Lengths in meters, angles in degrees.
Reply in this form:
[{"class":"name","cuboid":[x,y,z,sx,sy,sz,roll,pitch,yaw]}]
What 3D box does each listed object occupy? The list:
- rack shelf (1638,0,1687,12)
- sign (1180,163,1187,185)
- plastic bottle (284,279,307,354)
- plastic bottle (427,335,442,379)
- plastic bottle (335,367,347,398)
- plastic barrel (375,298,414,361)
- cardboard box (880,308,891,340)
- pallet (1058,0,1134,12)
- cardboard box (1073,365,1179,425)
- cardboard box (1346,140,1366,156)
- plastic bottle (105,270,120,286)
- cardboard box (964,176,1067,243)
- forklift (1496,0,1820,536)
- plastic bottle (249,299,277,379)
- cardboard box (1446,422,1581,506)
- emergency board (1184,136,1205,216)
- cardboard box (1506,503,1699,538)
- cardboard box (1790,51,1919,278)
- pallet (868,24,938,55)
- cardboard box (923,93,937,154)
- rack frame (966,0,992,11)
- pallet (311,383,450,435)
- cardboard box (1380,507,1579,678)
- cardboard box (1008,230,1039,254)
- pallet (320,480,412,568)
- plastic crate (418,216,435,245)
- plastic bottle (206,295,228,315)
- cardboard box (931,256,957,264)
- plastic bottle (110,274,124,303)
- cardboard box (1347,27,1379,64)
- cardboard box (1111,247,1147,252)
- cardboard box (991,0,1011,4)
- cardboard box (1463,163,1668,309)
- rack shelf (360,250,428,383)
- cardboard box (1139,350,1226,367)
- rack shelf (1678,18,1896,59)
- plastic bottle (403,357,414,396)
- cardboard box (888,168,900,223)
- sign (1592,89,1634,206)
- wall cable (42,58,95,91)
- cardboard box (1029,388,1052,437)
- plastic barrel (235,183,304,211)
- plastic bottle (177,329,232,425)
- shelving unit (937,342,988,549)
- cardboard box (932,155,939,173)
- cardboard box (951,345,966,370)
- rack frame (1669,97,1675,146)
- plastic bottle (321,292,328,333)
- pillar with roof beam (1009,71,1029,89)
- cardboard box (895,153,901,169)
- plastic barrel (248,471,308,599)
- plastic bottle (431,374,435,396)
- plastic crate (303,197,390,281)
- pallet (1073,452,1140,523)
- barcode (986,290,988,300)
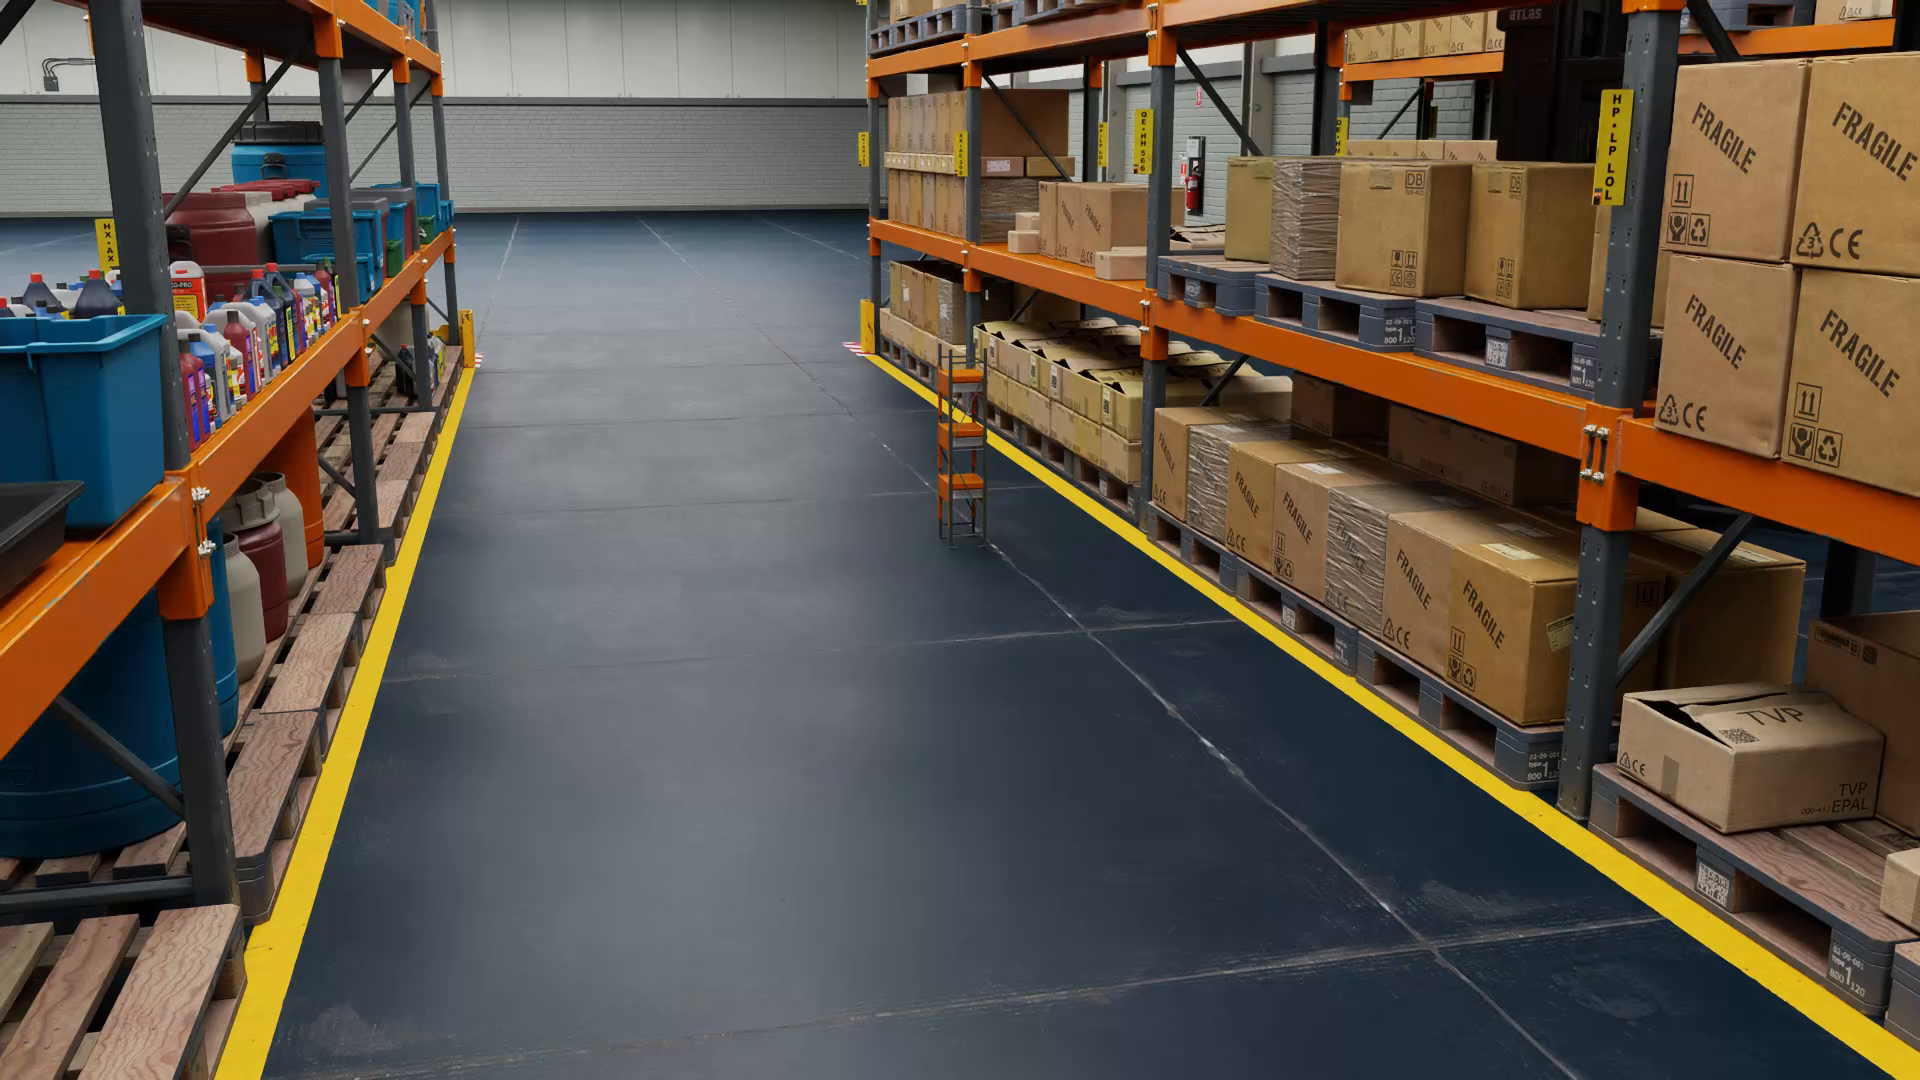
[{"class":"rack shelf","cuboid":[2.894,-1.248,2.911,1.077,0.370,4.000,-3,14,-13]},{"class":"sign","cuboid":[3.443,-5.641,25.620,0.001,0.329,0.234,-3,14,-13]},{"class":"plastic bottle","cuboid":[-2.553,-0.859,6.370,0.061,0.283,0.133,-3,14,-13]},{"class":"plastic bottle","cuboid":[-4.201,-1.450,13.196,0.144,0.351,0.185,-3,14,-14]},{"class":"plastic bottle","cuboid":[-4.562,-1.240,12.335,0.144,0.351,0.185,-3,14,-13]},{"class":"plastic barrel","cuboid":[-4.863,-1.827,14.443,0.421,0.512,0.421,0,14,0]},{"class":"cardboard box","cuboid":[-0.485,-2.102,16.120,0.500,0.250,0.500,-3,14,-13]},{"class":"pallet","cuboid":[1.238,-3.042,9.134,1.213,0.211,1.003,-3,14,-11]},{"class":"cardboard box","cuboid":[0.994,-0.892,9.985,0.500,0.311,0.500,-4,14,-14]},{"class":"cardboard box","cuboid":[4.240,-3.821,16.942,0.500,0.500,0.500,-3,14,-13]},{"class":"plastic bottle","cuboid":[-3.435,-0.964,6.816,0.152,0.276,0.135,-3,14,-13]},{"class":"cardboard box","cuboid":[0.435,-2.598,13.030,0.700,0.500,0.500,-4,14,-15]},{"class":"forklift","cuboid":[3.696,-1.514,8.947,1.130,2.935,3.031,-13,19,-43]},{"class":"plastic bottle","cuboid":[-2.403,-0.687,5.692,0.097,0.271,0.097,0,14,0]},{"class":"cardboard box","cuboid":[2.312,-0.321,6.682,0.500,0.250,0.500,-3,14,-13]},{"class":"emergency board","cuboid":[3.473,-5.490,25.079,0.194,1.169,0.643,-3,14,-13]},{"class":"cardboard box","cuboid":[2.411,0.151,6.328,0.500,0.500,0.500,-3,14,-12]},{"class":"cardboard box","cuboid":[2.383,-0.893,3.943,0.500,0.500,0.500,-4,14,-15]},{"class":"pallet","cuboid":[-0.253,-4.620,15.382,1.003,0.211,1.213,-3,14,-13]},{"class":"cardboard box","cuboid":[0.081,-3.575,14.297,0.700,0.500,0.500,-3,14,-13]},{"class":"rack frame","cuboid":[0.545,-5.362,11.912,1.000,3.000,0.127,-3,14,-13]},{"class":"pallet","cuboid":[-4.388,-0.975,12.472,1.003,0.211,1.213,-3,14,-13]},{"class":"cardboard box","cuboid":[1.922,0.186,6.184,0.500,0.500,0.500,-3,14,-13]},{"class":"cardboard box","cuboid":[0.555,-2.109,11.771,0.380,0.149,0.250,-3,14,-13]},{"class":"pallet","cuboid":[-3.475,-0.076,8.792,1.003,0.211,1.213,-3,14,-13]},{"class":"plastic crate","cuboid":[-4.315,-2.398,12.869,0.450,0.188,0.662,-3,14,-13]},{"class":"plastic bottle","cuboid":[-2.589,-0.724,5.843,0.097,0.271,0.097,0,14,0]},{"class":"cardboard box","cuboid":[0.021,-2.496,16.150,0.500,0.500,0.500,-3,14,-13]},{"class":"plastic bottle","cuboid":[-3.375,-0.937,6.715,0.097,0.271,0.097,0,14,0]},{"class":"cardboard box","cuboid":[4.255,-5.071,16.792,0.500,0.500,0.500,-3,14,-12]},{"class":"cardboard box","cuboid":[1.130,-1.694,10.068,0.380,0.149,0.250,-2,14,-9]},{"class":"cardboard box","cuboid":[0.556,-4.389,13.258,0.500,0.311,0.500,-4,14,-16]},{"class":"cardboard box","cuboid":[2.307,-1.131,6.141,0.700,0.500,0.500,-1,14,-4]},{"class":"rack shelf","cuboid":[-3.801,-1.361,9.694,1.077,0.370,4.000,-3,14,-13]},{"class":"cardboard box","cuboid":[1.398,-1.041,10.595,0.500,0.311,0.500,-4,14,-15]},{"class":"rack shelf","cuboid":[5.829,-3.371,11.599,1.077,0.370,4.000,-3,14,-13]},{"class":"plastic bottle","cuboid":[-4.125,-1.231,12.443,0.061,0.283,0.133,-3,14,-13]},{"class":"cardboard box","cuboid":[-0.297,-3.310,15.945,0.700,0.500,0.500,-3,14,-13]},{"class":"sign","cuboid":[1.885,-1.132,4.803,0.100,0.325,0.005,-3,14,-13]},{"class":"wall cable","cuboid":[-22.414,-14.544,42.331,2.305,6.003,0.169,-3,14,-13]},{"class":"cardboard box","cuboid":[0.761,-0.854,11.011,0.500,0.250,0.500,-3,14,-12]},{"class":"plastic barrel","cuboid":[-4.087,-1.836,9.835,0.433,0.535,0.433,0,14,0]},{"class":"plastic bottle","cuboid":[-2.216,-0.479,4.828,0.152,0.276,0.135,-3,14,-13]},{"class":"shelving unit","cuboid":[0.013,-0.498,8.752,0.215,1.050,0.252,-3,14,-13]},{"class":"cardboard box","cuboid":[-0.024,-3.155,13.942,0.380,0.149,0.250,-3,14,-12]},{"class":"cardboard box","cuboid":[0.224,-1.410,13.289,0.500,0.250,0.500,-3,14,-13]},{"class":"rack frame","cuboid":[5.359,-2.724,13.758,1.000,3.000,0.127,-3,14,-13]},{"class":"plastic bottle","cuboid":[-2.735,-0.980,7.036,0.097,0.201,0.097,0,14,0]},{"class":"pillar with roof beam","cuboid":[-2.987,-10.361,32.374,9.100,9.000,0.400,-3,14,-13]},{"class":"cardboard box","cuboid":[-0.390,-3.513,15.408,0.380,0.149,0.250,-3,14,-13]},{"class":"plastic barrel","cuboid":[-2.980,-0.008,6.995,0.421,0.512,0.421,0,14,0]},{"class":"plastic bottle","cuboid":[-3.967,-1.171,12.370,0.097,0.201,0.097,0,14,0]},{"class":"plastic crate","cuboid":[-3.413,-1.670,9.309,0.402,0.464,0.583,-3,14,-13]},{"class":"pallet","cuboid":[1.329,-0.362,9.964,1.003,0.211,1.213,-3,14,-13]},{"class":"barcode","cuboid":[0.200,-1.831,12.419,0.001,0.075,0.075,-3,14,-13]}]
